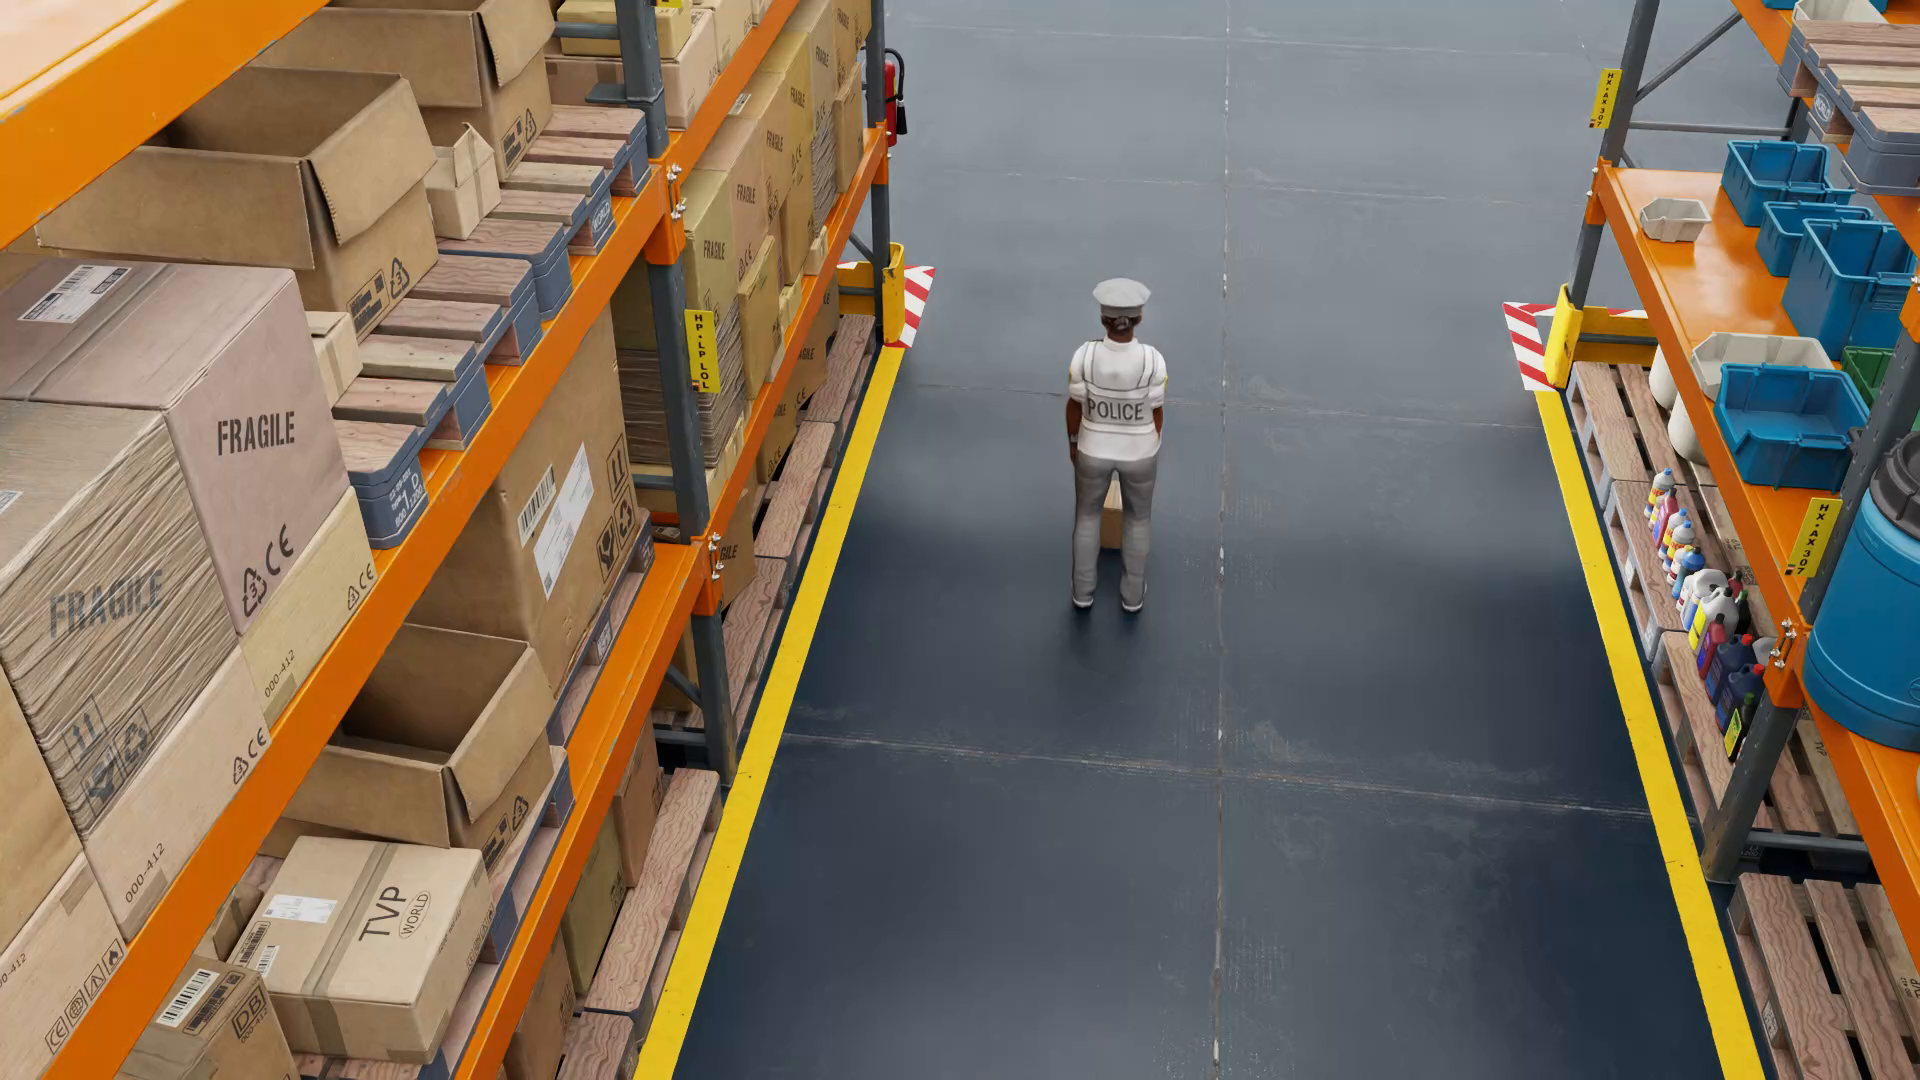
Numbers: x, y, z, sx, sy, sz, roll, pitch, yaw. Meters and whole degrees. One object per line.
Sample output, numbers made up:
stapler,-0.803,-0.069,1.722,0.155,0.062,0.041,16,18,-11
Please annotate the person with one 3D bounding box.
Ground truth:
person,0.696,-0.400,7.597,0.440,1.659,0.337,5,37,7
